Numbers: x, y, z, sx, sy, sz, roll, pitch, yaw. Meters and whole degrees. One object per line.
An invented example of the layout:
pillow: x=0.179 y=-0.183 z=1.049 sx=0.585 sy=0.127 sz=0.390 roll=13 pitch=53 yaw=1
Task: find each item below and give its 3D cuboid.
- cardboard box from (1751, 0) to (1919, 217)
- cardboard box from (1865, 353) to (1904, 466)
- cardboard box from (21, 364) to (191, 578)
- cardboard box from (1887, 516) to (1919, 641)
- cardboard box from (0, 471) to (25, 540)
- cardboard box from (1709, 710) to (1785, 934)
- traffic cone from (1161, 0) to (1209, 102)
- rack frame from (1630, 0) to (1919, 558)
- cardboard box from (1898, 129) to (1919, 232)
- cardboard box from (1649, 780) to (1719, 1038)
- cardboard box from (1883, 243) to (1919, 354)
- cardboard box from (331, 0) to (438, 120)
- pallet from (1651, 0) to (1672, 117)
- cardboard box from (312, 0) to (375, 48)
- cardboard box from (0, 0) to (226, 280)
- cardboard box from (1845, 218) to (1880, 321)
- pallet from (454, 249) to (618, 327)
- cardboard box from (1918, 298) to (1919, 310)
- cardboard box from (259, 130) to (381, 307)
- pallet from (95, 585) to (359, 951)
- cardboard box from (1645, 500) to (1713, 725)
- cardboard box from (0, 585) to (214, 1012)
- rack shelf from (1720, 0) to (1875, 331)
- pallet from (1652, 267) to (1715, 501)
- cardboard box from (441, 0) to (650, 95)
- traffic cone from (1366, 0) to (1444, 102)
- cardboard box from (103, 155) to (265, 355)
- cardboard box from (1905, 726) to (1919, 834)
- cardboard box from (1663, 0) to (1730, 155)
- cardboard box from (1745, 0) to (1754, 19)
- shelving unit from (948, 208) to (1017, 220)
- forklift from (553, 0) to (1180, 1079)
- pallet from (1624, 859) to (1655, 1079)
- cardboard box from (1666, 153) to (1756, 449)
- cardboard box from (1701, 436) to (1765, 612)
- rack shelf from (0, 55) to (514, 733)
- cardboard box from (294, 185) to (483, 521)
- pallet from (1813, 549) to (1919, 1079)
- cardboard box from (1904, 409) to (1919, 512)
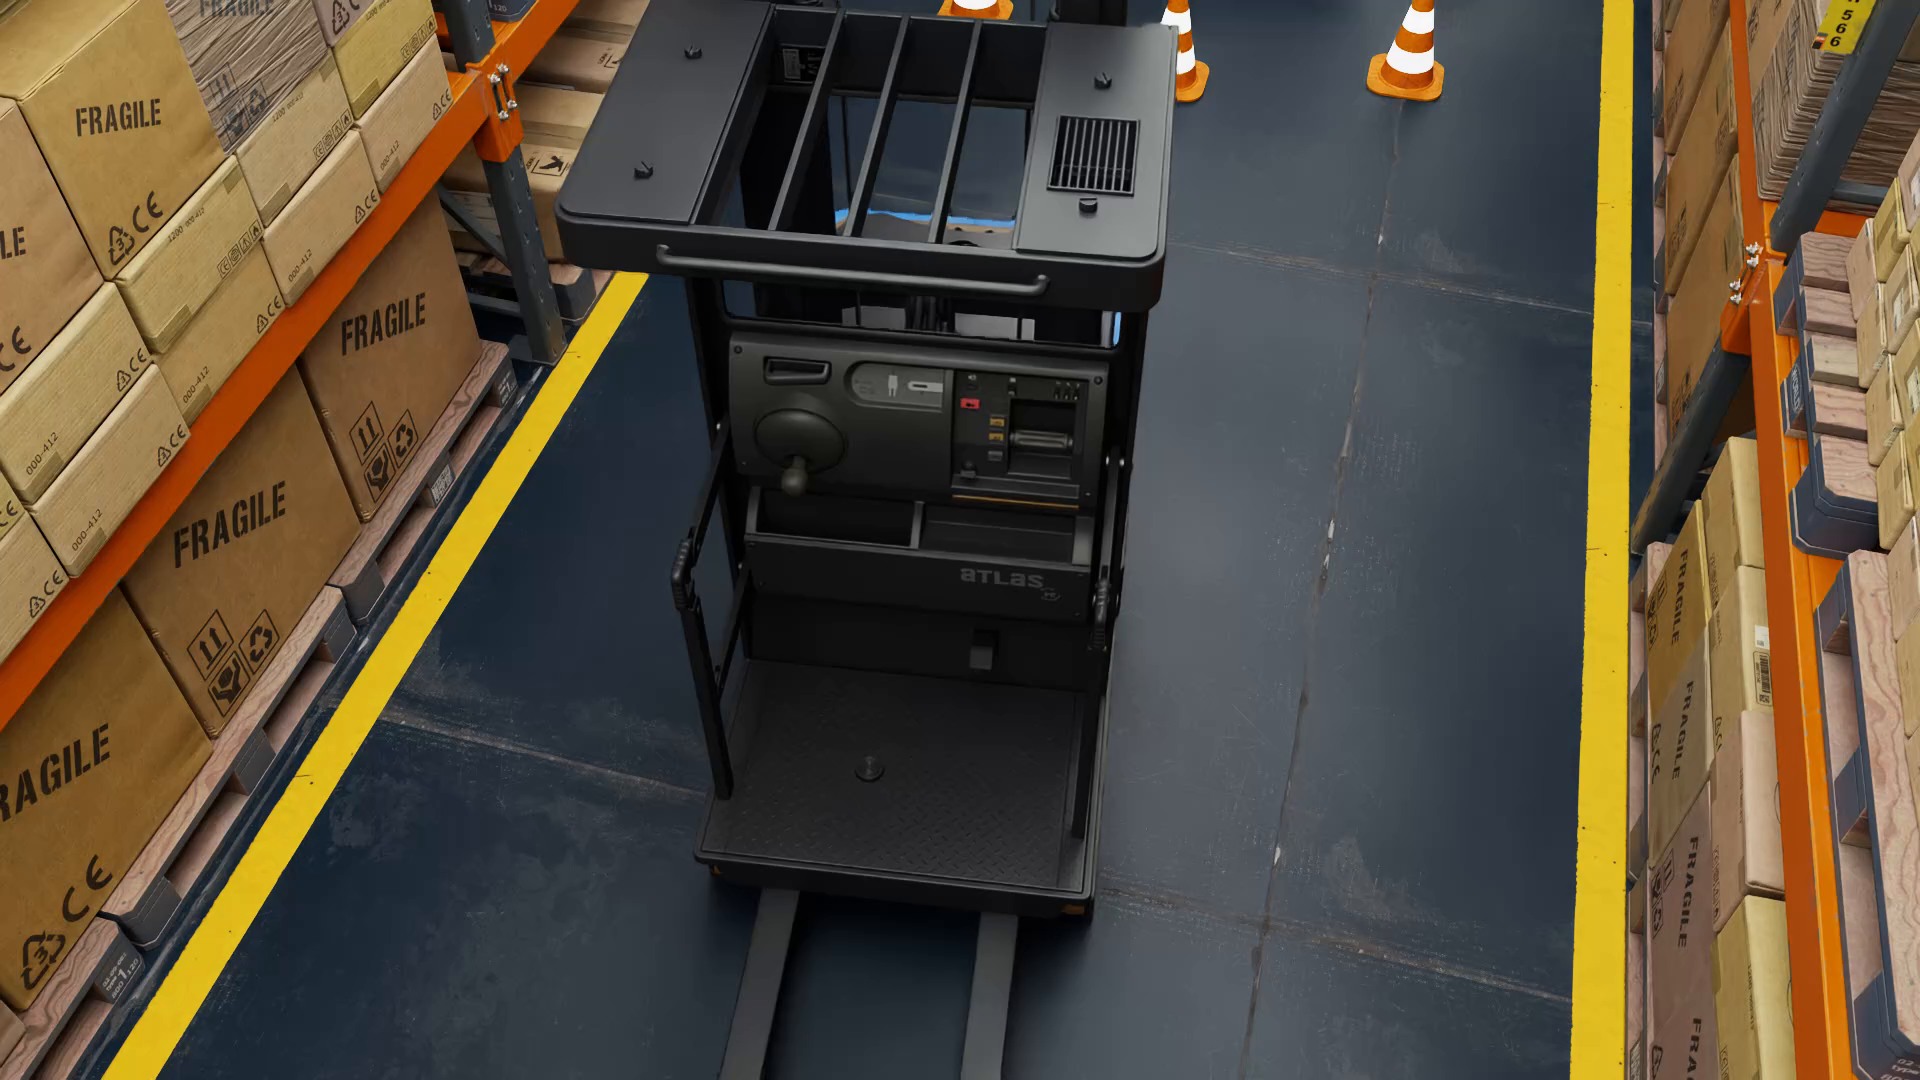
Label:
cardboard box: x=2.655 y=-1.297 z=4.827 sx=0.500 sy=0.500 sz=0.500 roll=12 pitch=50 yaw=10
cardboard box: x=2.342 y=-0.268 z=3.873 sx=0.380 sy=0.149 sz=0.250 roll=14 pitch=50 yaw=12
cardboard box: x=-2.263 y=-0.214 z=4.038 sx=0.500 sy=0.250 sz=0.500 roll=11 pitch=49 yaw=9
cardboard box: x=2.205 y=0.121 z=3.530 sx=0.380 sy=0.149 sz=0.250 roll=13 pitch=50 yaw=11
cardboard box: x=-2.403 y=-0.016 z=3.530 sx=0.500 sy=0.250 sz=0.500 roll=12 pitch=50 yaw=11
cardboard box: x=2.105 y=0.728 z=3.994 sx=0.500 sy=0.250 sz=0.500 roll=12 pitch=50 yaw=10
traffic cone: x=0.959 y=-2.262 z=7.438 sx=0.336 sy=0.463 sz=0.334 roll=12 pitch=50 yaw=10
rack frame: x=2.796 y=-0.885 z=4.531 sx=1.000 sy=3.000 sz=0.127 roll=12 pitch=50 yaw=10
cardboard box: x=2.486 y=-0.839 z=3.980 sx=0.380 sy=0.149 sz=0.250 roll=12 pitch=50 yaw=10
cardboard box: x=2.104 y=1.001 z=4.253 sx=0.500 sy=0.500 sz=0.500 roll=10 pitch=49 yaw=9
cardboard box: x=2.406 y=-0.533 z=3.909 sx=0.380 sy=0.149 sz=0.250 roll=14 pitch=50 yaw=12
cardboard box: x=-1.889 y=-1.504 z=4.844 sx=0.500 sy=0.250 sz=0.500 roll=11 pitch=50 yaw=10
pallet: x=3.718 y=-2.283 z=7.624 sx=1.003 sy=0.211 sz=1.213 roll=12 pitch=50 yaw=10
cardboard box: x=-1.890 y=-1.727 z=4.540 sx=0.500 sy=0.500 sz=0.500 roll=10 pitch=49 yaw=9
cardboard box: x=-2.154 y=-0.997 z=3.895 sx=0.500 sy=0.500 sz=0.500 roll=12 pitch=50 yaw=10
cardboard box: x=2.483 y=-0.657 z=4.217 sx=0.380 sy=0.149 sz=0.250 roll=11 pitch=49 yaw=10
pallet: x=-1.799 y=-1.431 z=6.872 sx=1.003 sy=0.211 sz=1.213 roll=12 pitch=50 yaw=10
cardboard box: x=2.350 y=-0.470 z=3.655 sx=0.380 sy=0.149 sz=0.250 roll=11 pitch=50 yaw=10
cardboard box: x=-2.008 y=-0.950 z=4.687 sx=0.500 sy=0.250 sz=0.500 roll=12 pitch=50 yaw=11
pallet: x=-2.609 y=0.569 z=5.107 sx=1.003 sy=0.211 sz=1.213 roll=12 pitch=50 yaw=10
cardboard box: x=2.364 y=0.264 z=4.903 sx=0.500 sy=0.500 sz=0.500 roll=10 pitch=49 yaw=8
cardboard box: x=-2.743 y=0.549 z=4.402 sx=0.875 sy=0.875 sz=0.875 roll=13 pitch=50 yaw=11
rack shelf: x=3.322 y=-2.094 z=6.077 sx=1.077 sy=0.370 sz=4.000 roll=12 pitch=50 yaw=10
pallet: x=3.076 y=-0.518 z=6.066 sx=1.003 sy=0.211 sz=1.213 roll=12 pitch=50 yaw=10
cardboard box: x=-1.661 y=-2.000 z=6.987 sx=0.950 sy=0.372 sz=0.625 roll=11 pitch=49 yaw=9
traffic cone: x=2.039 y=-2.267 z=7.442 sx=0.336 sy=0.463 sz=0.334 roll=12 pitch=50 yaw=10
cardboard box: x=-2.135 y=-0.758 z=4.185 sx=0.500 sy=0.250 sz=0.500 roll=10 pitch=49 yaw=9
cardboard box: x=2.067 y=0.490 z=3.204 sx=0.380 sy=0.149 sz=0.250 roll=10 pitch=49 yaw=9
cardboard box: x=3.515 y=-2.009 z=6.743 sx=1.050 sy=0.750 sz=0.750 roll=12 pitch=50 yaw=10
cardboard box: x=2.920 y=-2.019 z=5.465 sx=0.500 sy=0.500 sz=0.500 roll=11 pitch=49 yaw=9
shelving unit: x=0.062 y=-0.717 z=5.782 sx=0.258 sy=0.900 sz=0.210 roll=5 pitch=49 yaw=5
forklift: x=-0.132 y=-0.179 z=3.953 sx=1.130 sy=2.935 sz=3.031 roll=5 pitch=49 yaw=5
pallet: x=2.266 y=1.482 z=4.301 sx=1.003 sy=0.211 sz=1.213 roll=12 pitch=50 yaw=10
cardboard box: x=3.043 y=-0.702 z=5.590 sx=1.050 sy=0.750 sz=0.750 roll=11 pitch=49 yaw=10
cardboard box: x=2.381 y=0.006 z=4.631 sx=0.500 sy=0.250 sz=0.500 roll=10 pitch=49 yaw=8
rack shelf: x=-2.533 y=-0.104 z=4.321 sx=1.077 sy=0.370 sz=4.000 roll=12 pitch=50 yaw=10
cardboard box: x=-2.268 y=-0.742 z=5.541 sx=0.875 sy=0.875 sz=0.875 roll=11 pitch=50 yaw=10
pallet: x=2.314 y=0.618 z=3.332 sx=1.003 sy=0.211 sz=1.213 roll=12 pitch=50 yaw=10
cardboard box: x=2.272 y=-0.157 z=3.577 sx=0.380 sy=0.149 sz=0.250 roll=12 pitch=50 yaw=10
